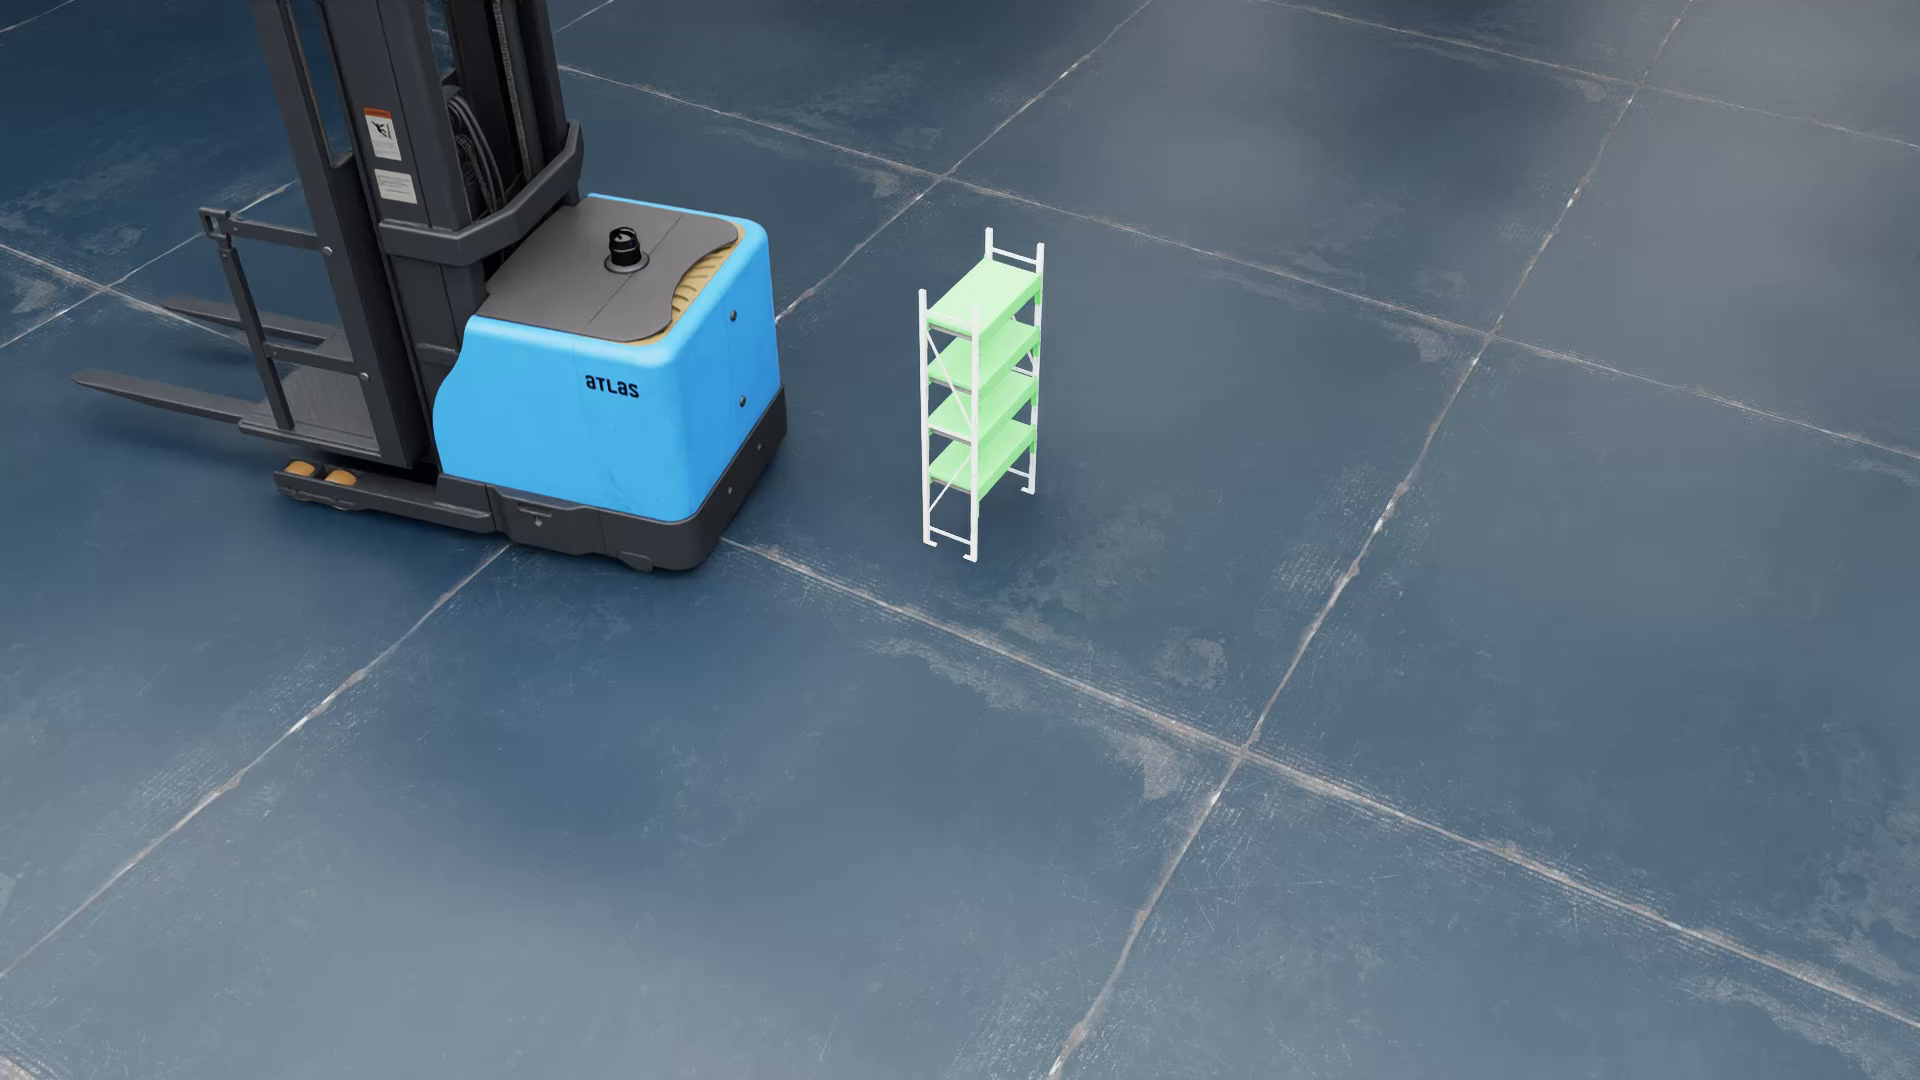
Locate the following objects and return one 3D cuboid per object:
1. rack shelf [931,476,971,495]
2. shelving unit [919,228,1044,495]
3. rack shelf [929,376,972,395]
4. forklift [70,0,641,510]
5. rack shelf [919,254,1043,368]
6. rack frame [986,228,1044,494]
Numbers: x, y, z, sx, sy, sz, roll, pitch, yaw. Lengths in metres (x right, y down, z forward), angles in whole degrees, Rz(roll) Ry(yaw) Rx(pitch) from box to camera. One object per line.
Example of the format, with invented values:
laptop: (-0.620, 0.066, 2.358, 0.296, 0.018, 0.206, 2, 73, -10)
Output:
rack shelf: (0.083, -0.338, 6.643, 0.199, 0.029, 0.442, 21, 45, 22)
shelving unit: (0.086, -0.548, 6.465, 0.258, 1.200, 0.492, 21, 45, 22)
rack shelf: (0.083, -0.699, 6.326, 0.199, 0.029, 0.442, 21, 45, 22)
forklift: (-2.318, -1.545, 6.287, 3.031, 2.935, 1.121, 12, 43, 13)
rack shelf: (0.083, -0.857, 6.186, 0.258, 0.148, 0.480, 21, 45, 22)
rack frame: (0.205, -0.685, 6.620, 0.240, 1.200, 0.015, 21, 45, 22)
